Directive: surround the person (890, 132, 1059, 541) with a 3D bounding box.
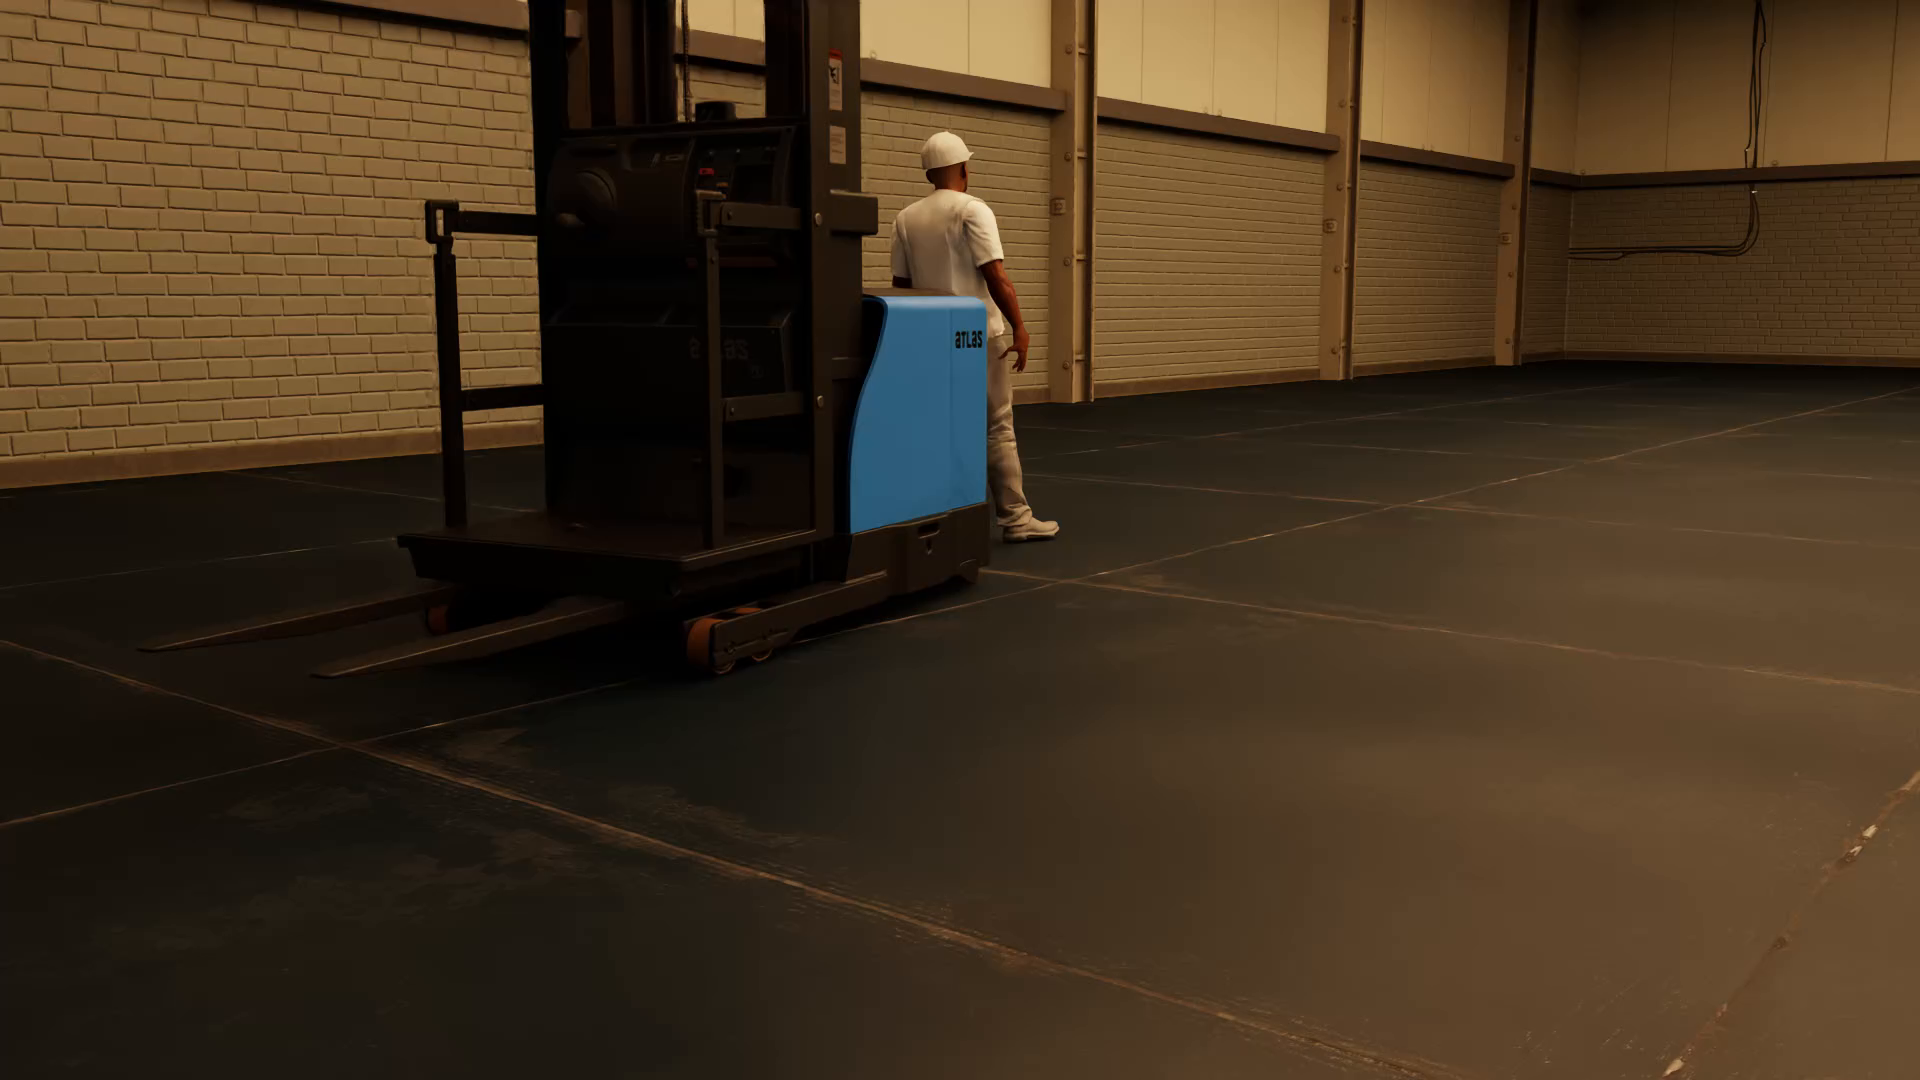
[{"bbox_3d":[0.048,-0.888,7.327,0.666,1.768,0.575,7,11,38],"label":"person"}]

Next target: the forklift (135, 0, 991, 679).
[{"bbox_3d":[-1.018,-1.137,5.054,1.130,2.935,3.031,4,9,27],"label":"forklift"}]
